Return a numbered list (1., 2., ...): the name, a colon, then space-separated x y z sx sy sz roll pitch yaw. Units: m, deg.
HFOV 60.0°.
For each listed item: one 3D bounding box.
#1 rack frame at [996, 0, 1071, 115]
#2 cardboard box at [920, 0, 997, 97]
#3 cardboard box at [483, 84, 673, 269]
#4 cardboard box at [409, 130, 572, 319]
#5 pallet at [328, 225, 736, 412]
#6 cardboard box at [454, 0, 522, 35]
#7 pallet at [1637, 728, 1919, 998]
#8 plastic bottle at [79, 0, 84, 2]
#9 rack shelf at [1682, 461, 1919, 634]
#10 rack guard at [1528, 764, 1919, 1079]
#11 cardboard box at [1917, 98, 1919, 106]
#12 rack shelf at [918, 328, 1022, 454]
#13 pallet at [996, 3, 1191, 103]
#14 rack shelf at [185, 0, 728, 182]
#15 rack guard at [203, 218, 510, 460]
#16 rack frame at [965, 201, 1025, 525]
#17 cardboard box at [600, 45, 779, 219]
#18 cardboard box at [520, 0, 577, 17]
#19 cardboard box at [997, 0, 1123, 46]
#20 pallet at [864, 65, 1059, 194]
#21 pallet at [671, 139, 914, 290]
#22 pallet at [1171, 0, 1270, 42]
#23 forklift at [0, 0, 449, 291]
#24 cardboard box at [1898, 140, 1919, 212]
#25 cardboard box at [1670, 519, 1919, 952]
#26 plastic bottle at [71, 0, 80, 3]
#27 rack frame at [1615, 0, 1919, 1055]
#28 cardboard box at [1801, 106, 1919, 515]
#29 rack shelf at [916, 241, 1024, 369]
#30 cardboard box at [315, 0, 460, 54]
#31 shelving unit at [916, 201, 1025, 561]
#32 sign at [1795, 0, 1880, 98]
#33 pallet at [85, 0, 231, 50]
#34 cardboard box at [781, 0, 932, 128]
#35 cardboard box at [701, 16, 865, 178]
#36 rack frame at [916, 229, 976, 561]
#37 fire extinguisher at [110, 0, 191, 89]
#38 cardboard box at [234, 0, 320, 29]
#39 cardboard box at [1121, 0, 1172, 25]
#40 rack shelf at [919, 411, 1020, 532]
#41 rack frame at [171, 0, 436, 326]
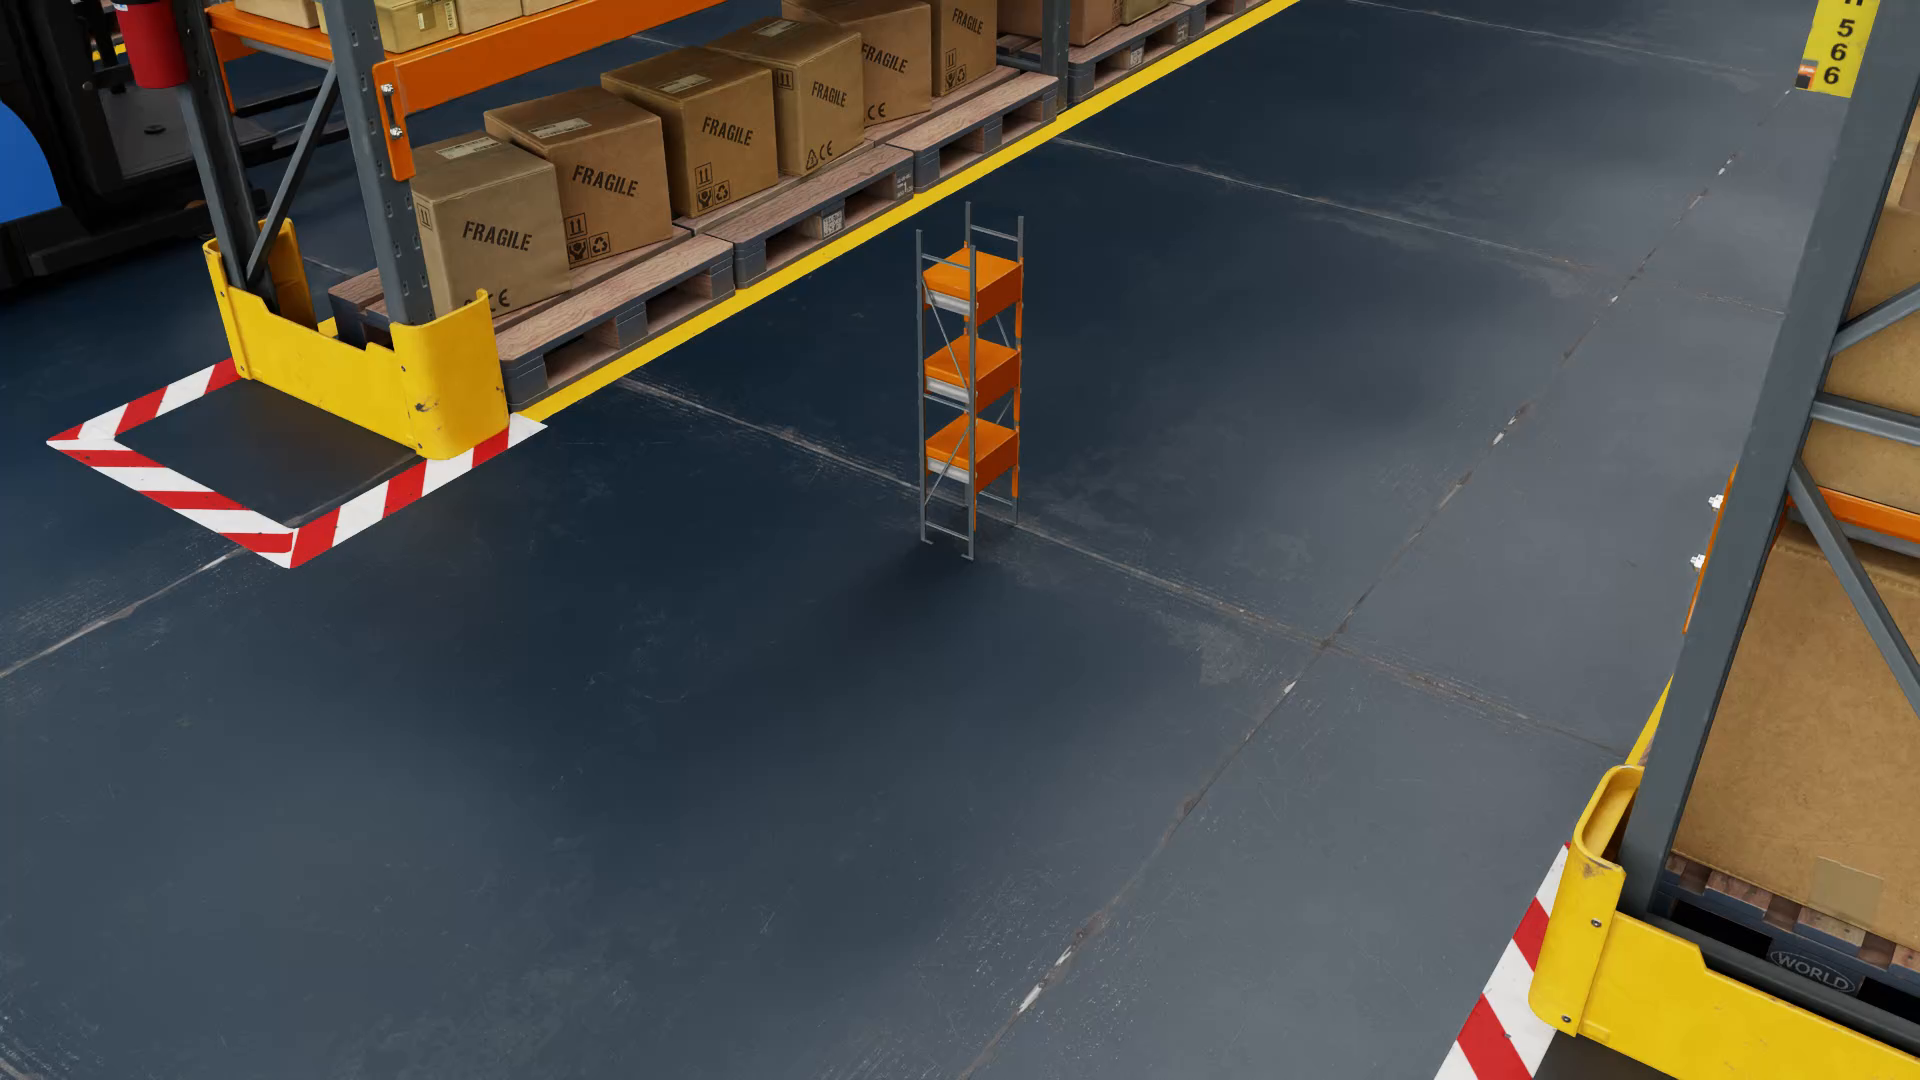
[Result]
1. rack frame: 0.101 -3.570 7.851 1.000 3.000 0.127 21 39 28
2. cardboard box: -0.160 -2.537 8.180 0.500 0.500 0.500 20 39 27
3. cardboard box: -1.497 -1.436 6.552 0.500 0.500 0.500 -25 41 -32
4. cardboard box: -1.810 -1.150 6.129 0.500 0.500 0.500 -29 43 -35
5. pallet: -1.644 -0.971 6.498 1.003 0.211 1.213 21 39 28
6. cardboard box: -1.663 -1.789 5.442 0.380 0.149 0.250 21 39 28
7. pallet: 2.229 0.664 4.080 1.003 0.211 1.213 21 39 28
8. plastic bottle: -4.900 -3.117 9.286 0.097 0.201 0.097 0 34 0
9. rack shelf: 2.978 -0.721 4.280 1.077 0.370 4.000 21 39 28
10. rack guard: 1.824 0.948 3.401 1.175 0.500 0.348 21 39 28
11. cardboard box: 2.318 -1.049 3.025 0.875 0.550 0.550 21 39 28
12. rack shelf: 0.031 -0.451 4.998 0.215 0.259 0.240 21 39 28
13. pallet: 0.544 -2.773 9.163 1.003 0.211 1.213 21 39 28
14. rack shelf: -1.039 -2.351 6.692 1.077 0.370 4.000 21 39 28
15. rack guard: -2.137 -0.729 5.881 1.175 0.500 0.348 21 39 28
16. rack frame: 0.100 -0.516 5.075 0.200 1.050 0.008 21 39 28
17. cardboard box: -1.125 -1.718 6.969 0.500 0.500 0.500 25 42 32
18. cardboard box: -1.508 -1.899 5.605 0.380 0.149 0.250 21 39 28
19. cardboard box: 0.469 -2.992 8.836 0.700 0.500 0.500 18 38 25
20. pallet: -0.253 -2.094 8.159 1.003 0.211 1.213 21 39 28
21. pallet: -0.948 -1.531 7.325 1.003 0.211 1.213 21 39 28
22. pallet: 1.239 -3.337 9.996 1.003 0.211 1.213 21 39 28
23. forklift: -3.680 -2.678 6.594 1.130 2.935 3.031 27 42 34
24. cardboard box: 2.081 -0.766 2.607 0.875 0.550 0.550 21 39 28
25. cardboard box: 2.170 0.275 3.688 0.875 0.875 0.875 21 40 28
26. plastic bottle: -4.959 -3.098 9.196 0.097 0.271 0.097 0 34 0
27. rack frame: 1.837 -0.098 2.718 1.000 3.000 0.127 21 39 28
28. cardboard box: 2.012 -0.346 2.949 0.875 0.550 0.550 21 39 28
29. rack shelf: 0.031 -0.686 4.839 0.215 0.259 0.240 21 39 28
30. cardboard box: -1.821 -1.680 5.281 0.380 0.149 0.250 21 39 28
31. shelving unit: 0.031 -0.460 4.992 0.215 1.050 0.252 21 39 28
32. sign: 1.399 -0.856 2.593 0.100 0.325 0.005 21 39 28
33. pallet: -5.080 -3.137 9.701 1.003 0.211 1.213 21 39 28
34. cardboard box: -0.480 -2.271 7.787 0.500 0.500 0.500 -23 40 -30
35. cardboard box: -0.770 -1.960 7.327 0.500 0.500 0.500 18 38 24
36. rack frame: -0.039 -0.403 4.909 0.200 1.050 0.008 21 39 28
37. fire extinguisher: -2.624 -1.791 5.290 0.296 0.674 0.183 21 39 28
38. cardboard box: -2.187 -1.822 5.491 0.380 0.149 0.250 21 39 28
39. cardboard box: 0.756 -3.206 9.151 0.700 0.500 0.500 21 39 28
40. rack shelf: 0.031 -0.221 5.154 0.215 0.259 0.240 21 39 28
41. rack frame: -2.180 -1.729 5.129 1.000 3.000 0.127 21 39 28
